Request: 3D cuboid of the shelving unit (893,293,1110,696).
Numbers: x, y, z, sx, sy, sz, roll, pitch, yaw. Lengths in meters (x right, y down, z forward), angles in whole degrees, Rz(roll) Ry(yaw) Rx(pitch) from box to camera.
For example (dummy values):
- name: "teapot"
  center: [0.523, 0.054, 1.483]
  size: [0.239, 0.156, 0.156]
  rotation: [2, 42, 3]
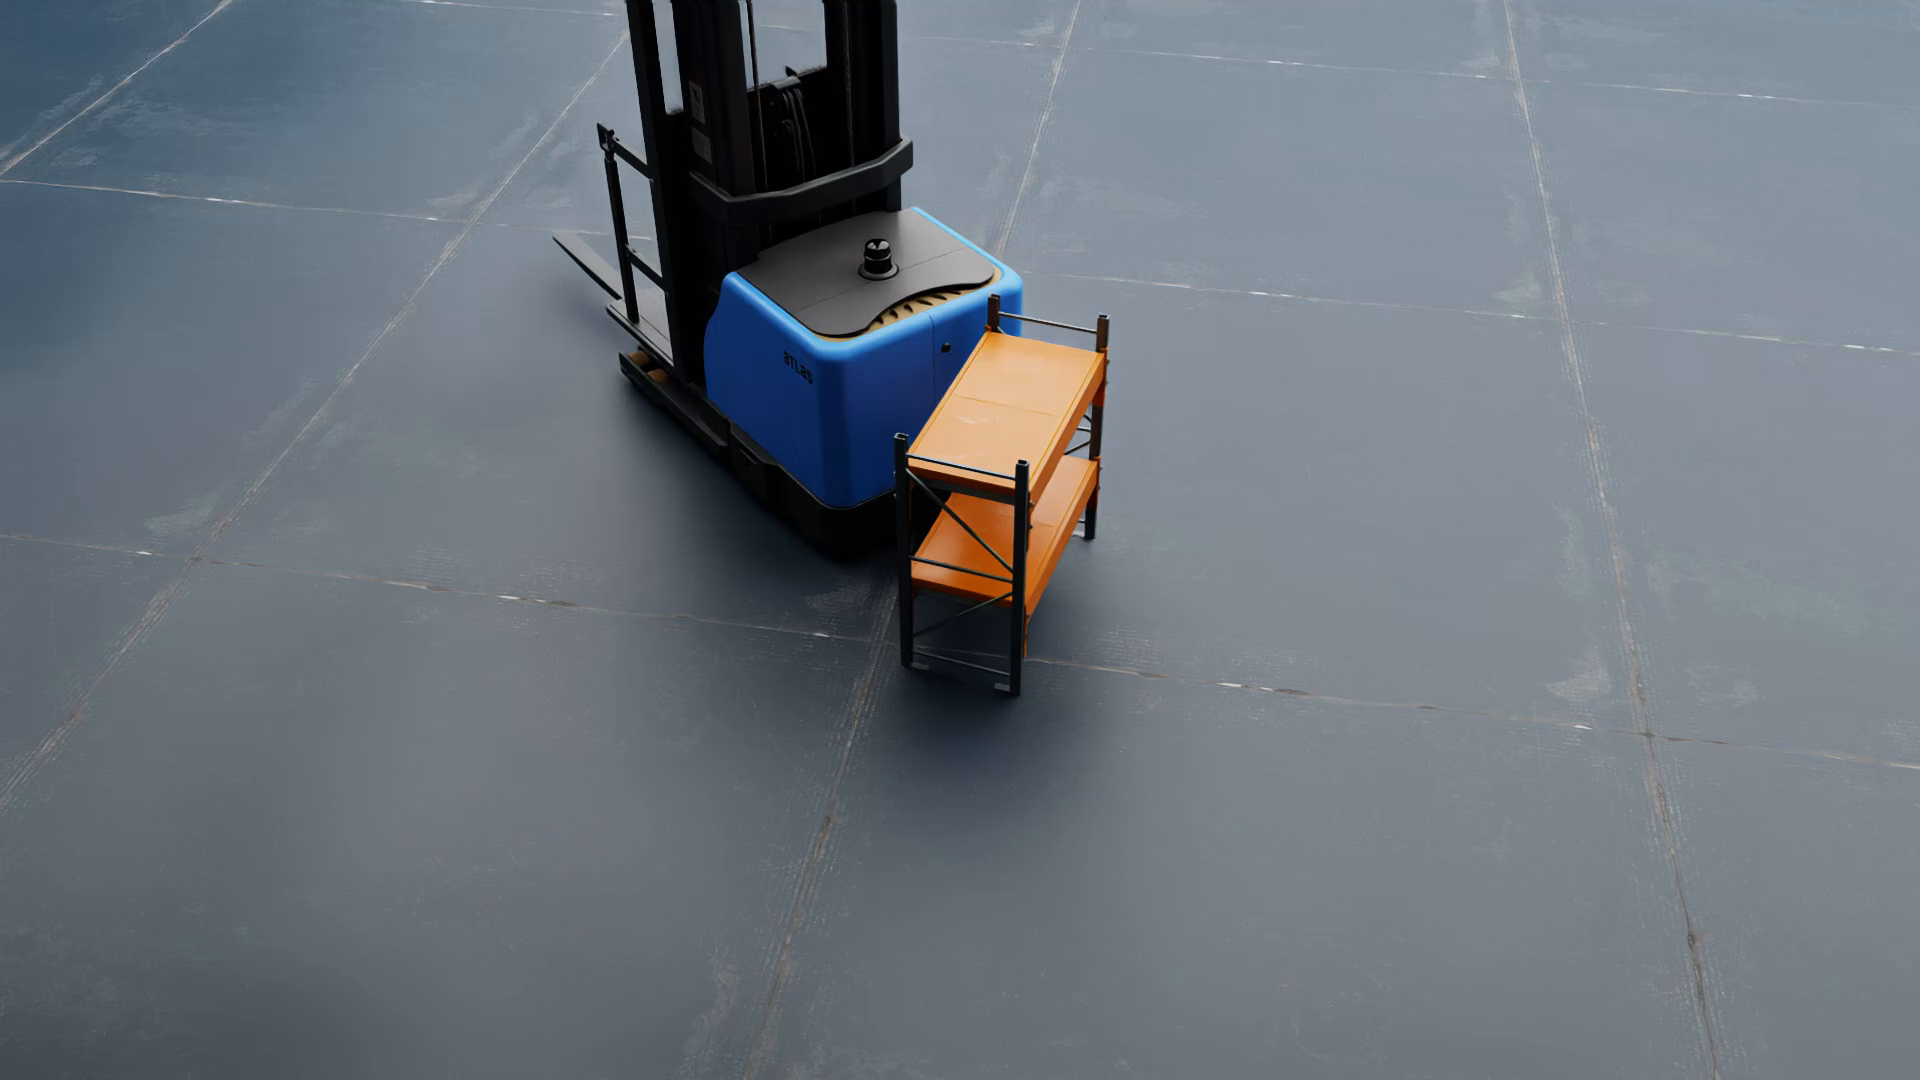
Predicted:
- name: "shelving unit"
  center: [0.178, -0.192, 6.599]
  size: [0.538, 1.125, 1.048]
  rotation: [13, 41, 15]

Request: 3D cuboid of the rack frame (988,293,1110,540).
- name: "rack frame"
  center: [0.352, -0.496, 6.967]
  size: [0.500, 1.125, 0.032]
  rotation: [13, 41, 15]

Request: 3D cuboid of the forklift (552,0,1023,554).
- name: "forklift"
  center: [-1.008, -1.960, 7.320]
  size: [1.130, 2.935, 3.031]
  rotation: [-26, 46, -28]

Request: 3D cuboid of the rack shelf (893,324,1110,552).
- name: "rack shelf"
  center: [0.178, -0.417, 6.413]
  size: [0.538, 0.278, 1.000]
  rotation: [13, 41, 15]

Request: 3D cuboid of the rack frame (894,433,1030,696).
- name: "rack frame"
  center: [0.005, 0.113, 6.231]
  size: [0.500, 1.125, 0.032]
  rotation: [13, 41, 15]

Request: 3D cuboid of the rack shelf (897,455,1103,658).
- name: "rack shelf"
  center: [0.178, -0.003, 6.755]
  size: [0.538, 0.278, 1.000]
  rotation: [13, 41, 15]
